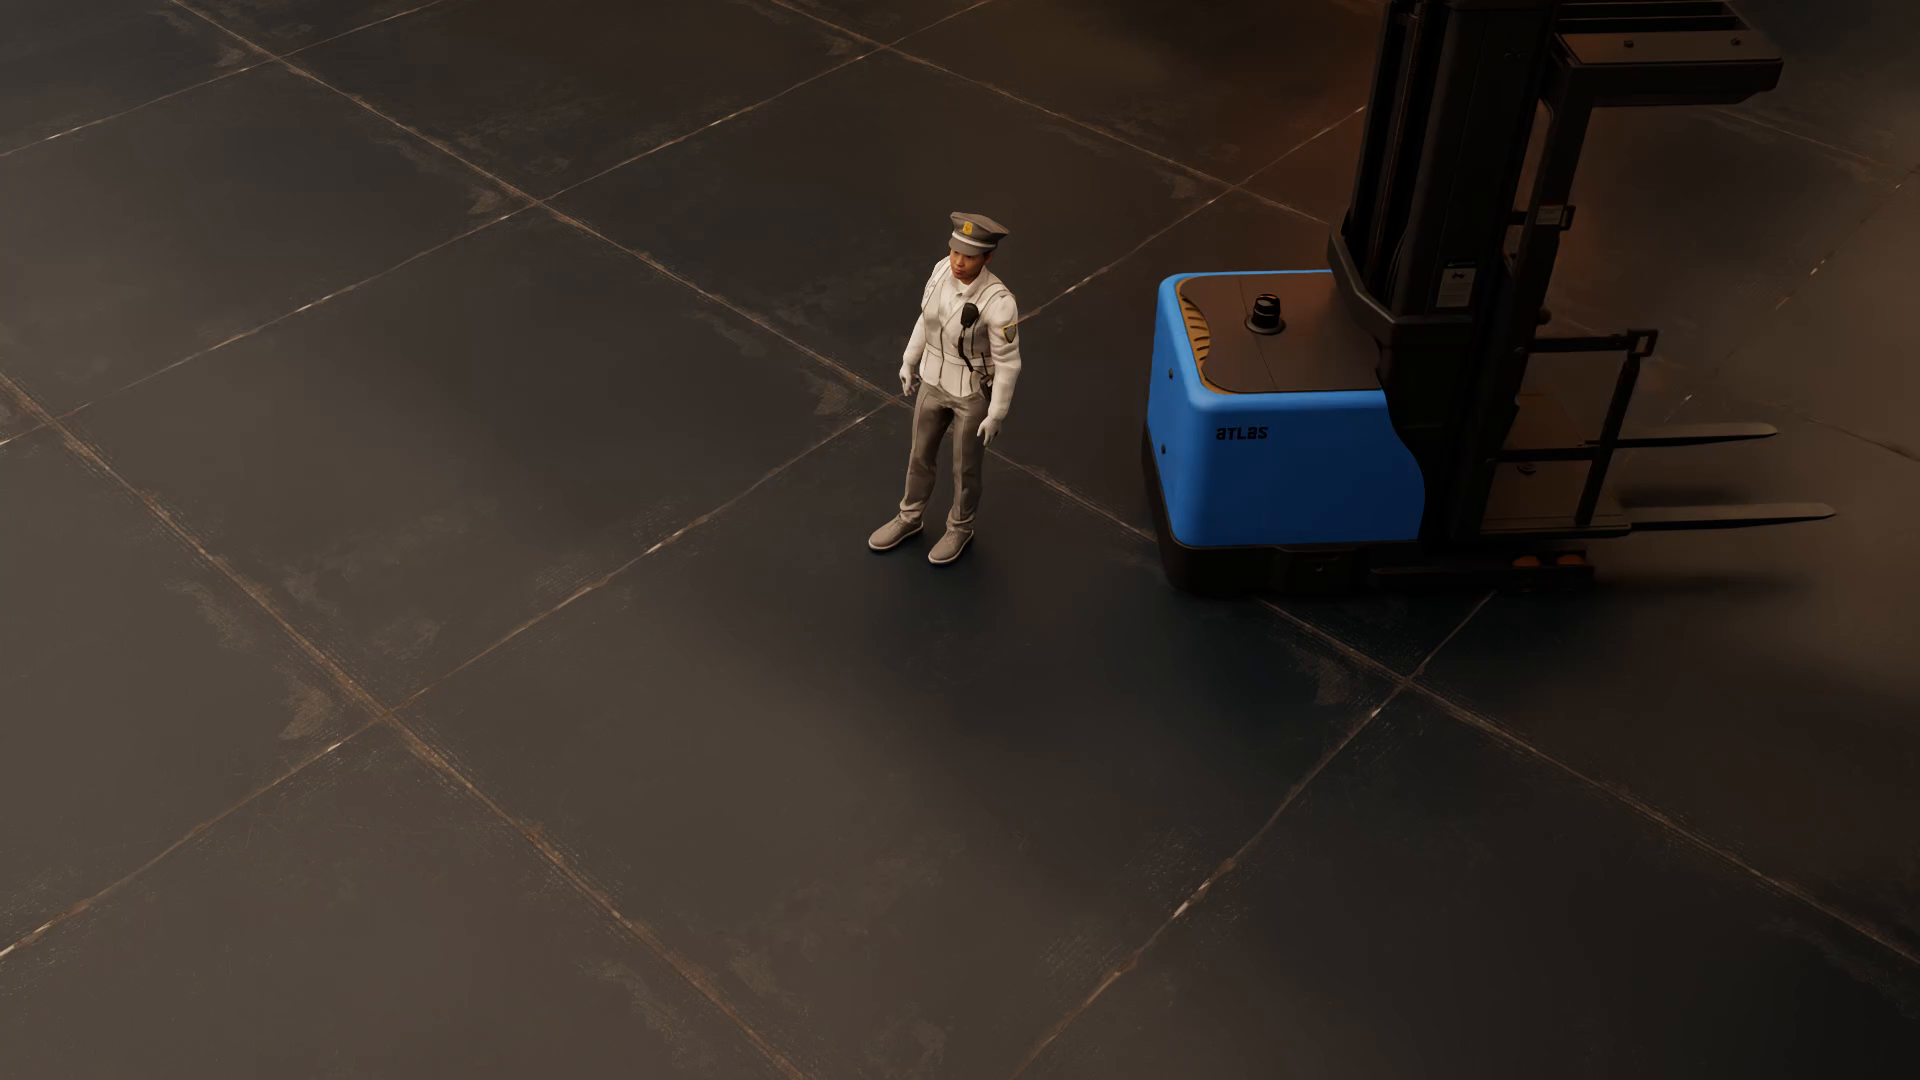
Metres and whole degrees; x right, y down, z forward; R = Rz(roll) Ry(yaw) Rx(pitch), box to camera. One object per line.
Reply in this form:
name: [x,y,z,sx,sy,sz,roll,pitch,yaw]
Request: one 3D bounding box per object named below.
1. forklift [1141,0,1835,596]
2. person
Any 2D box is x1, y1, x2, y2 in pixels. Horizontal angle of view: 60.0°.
forklift: [2.406,-1.225,6.856,3.031,2.935,1.130,-2,41,-2]
person: [-0.052,-0.618,7.088,0.586,1.694,0.530,31,49,31]
